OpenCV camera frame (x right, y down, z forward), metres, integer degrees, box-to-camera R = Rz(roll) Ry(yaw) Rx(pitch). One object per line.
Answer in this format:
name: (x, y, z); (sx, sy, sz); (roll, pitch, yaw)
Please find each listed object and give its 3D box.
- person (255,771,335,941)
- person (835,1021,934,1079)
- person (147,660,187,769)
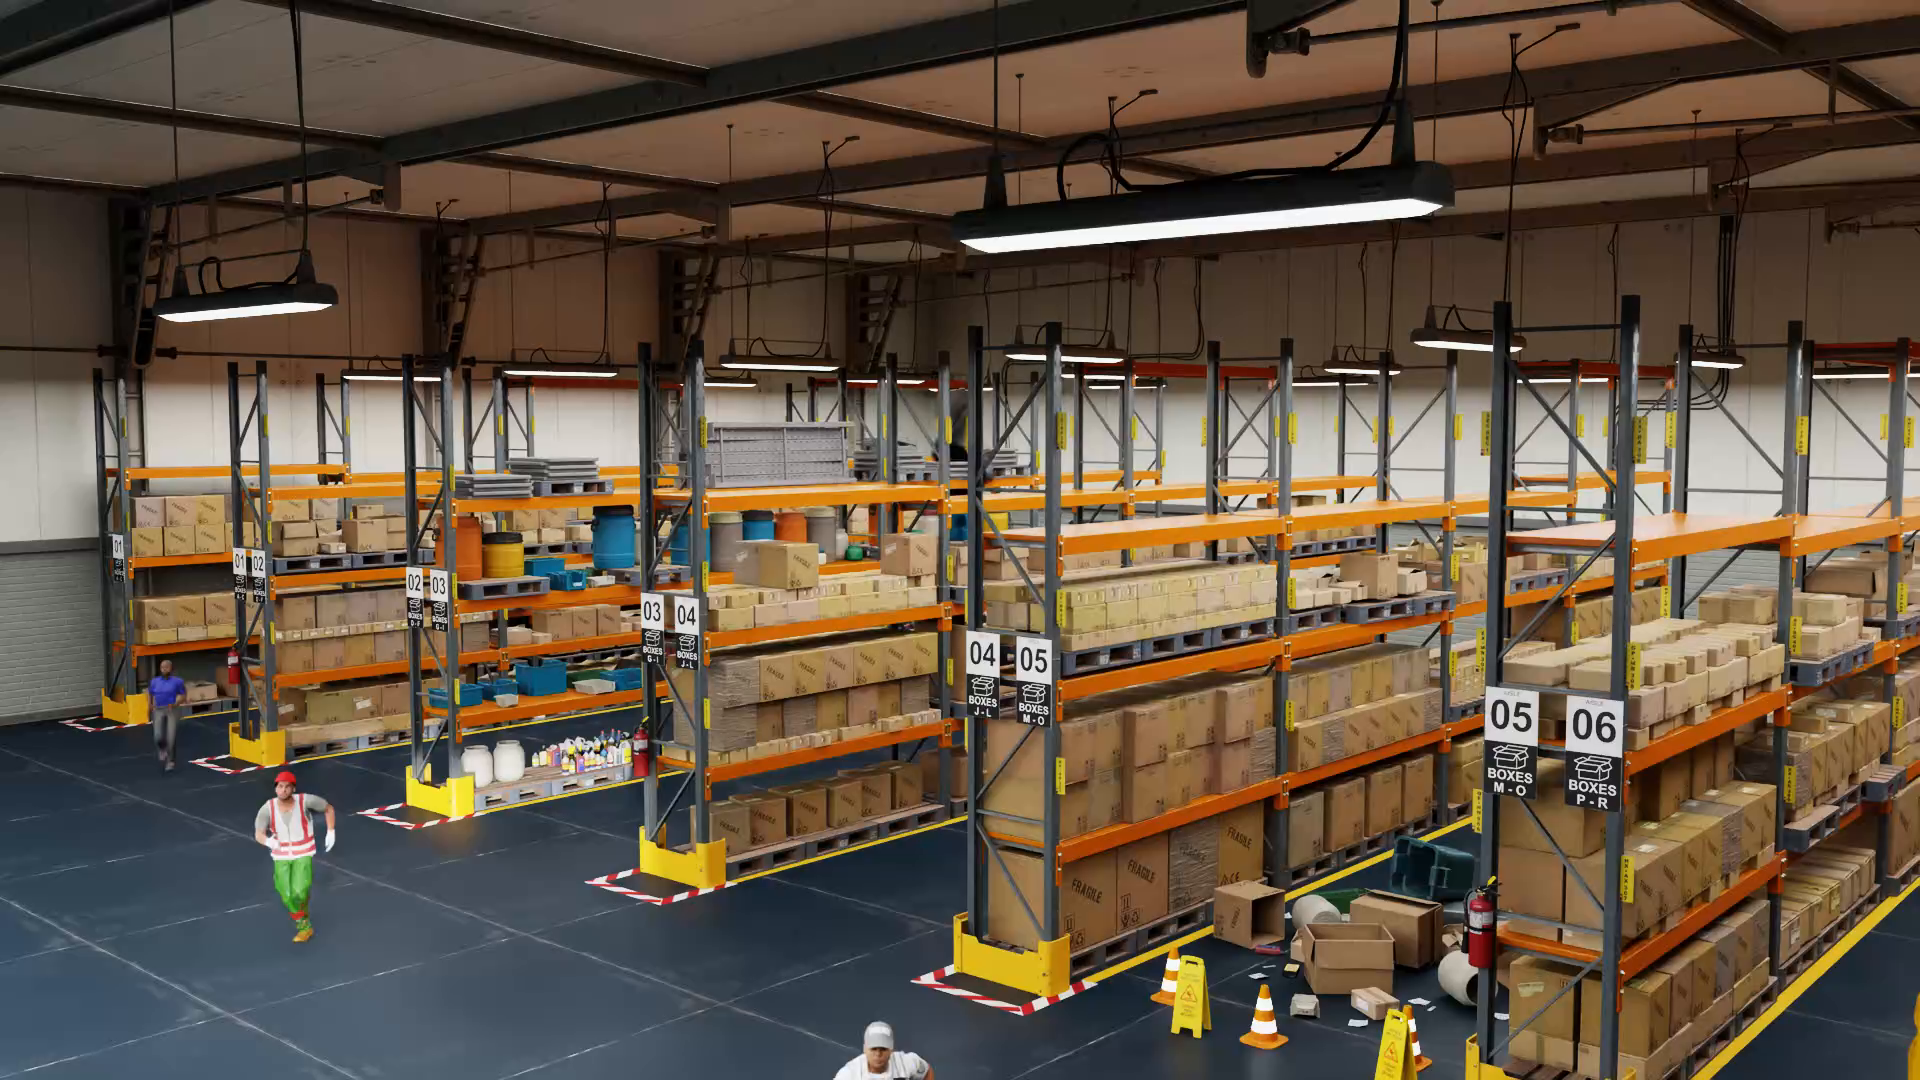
person: (-6.486, 3.101, 16.192); (0.707, 1.728, 0.657); (-1, 4, -12)
person: (-0.462, 3.628, 9.812); (0.626, 1.708, 0.832); (0, 4, -2)
person: (-11.659, 2.576, 24.421); (0.566, 1.605, 0.544); (-1, 4, -16)
